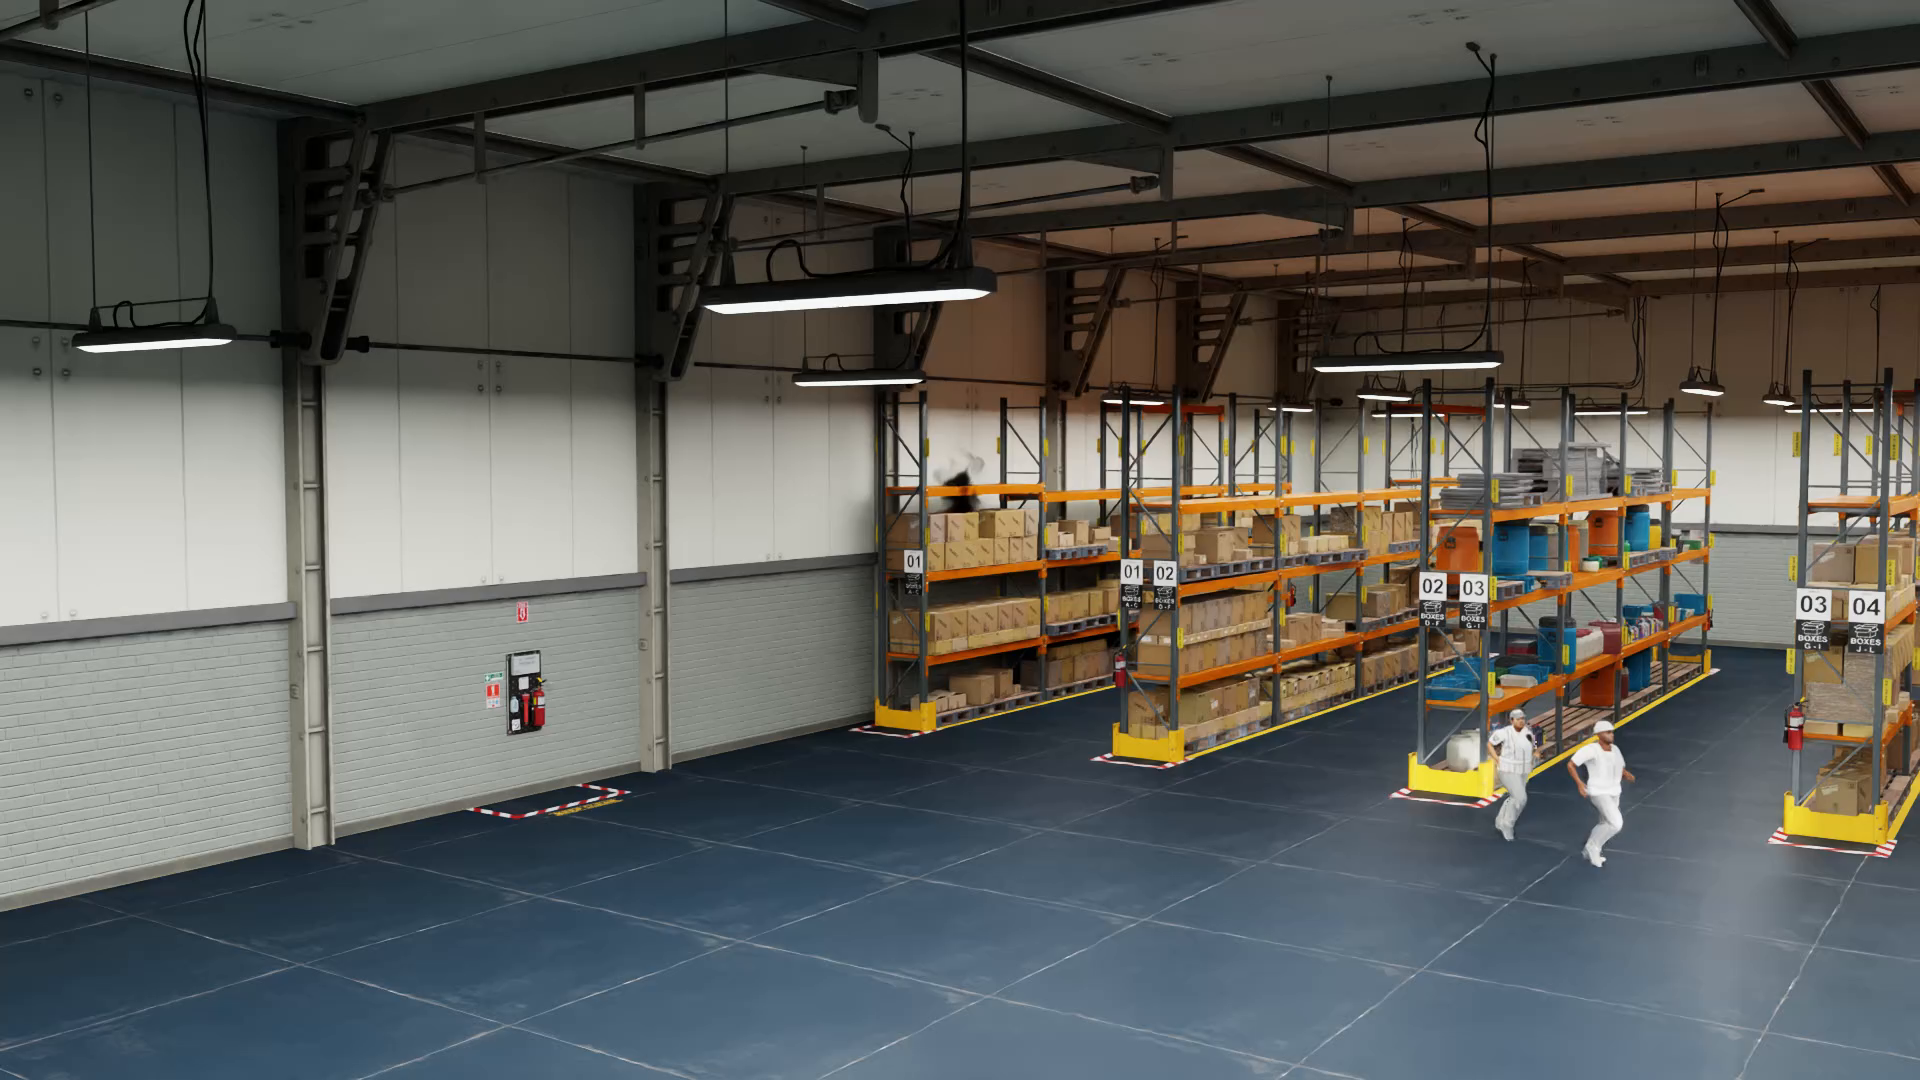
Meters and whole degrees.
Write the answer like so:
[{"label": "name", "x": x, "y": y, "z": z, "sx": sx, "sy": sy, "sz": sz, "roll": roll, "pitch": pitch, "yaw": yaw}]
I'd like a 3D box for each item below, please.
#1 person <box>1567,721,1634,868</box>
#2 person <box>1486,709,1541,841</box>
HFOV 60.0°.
[{"label": "person", "x": 7.680, "y": 3.021, "z": 19.762, "sx": 0.675, "sy": 1.740, "sz": 0.672, "roll": -2, "pitch": 4, "yaw": -31}, {"label": "person", "x": 7.135, "y": 3.015, "z": 21.314, "sx": 0.574, "sy": 1.694, "sz": 0.687, "roll": -1, "pitch": 3, "yaw": -24}]
